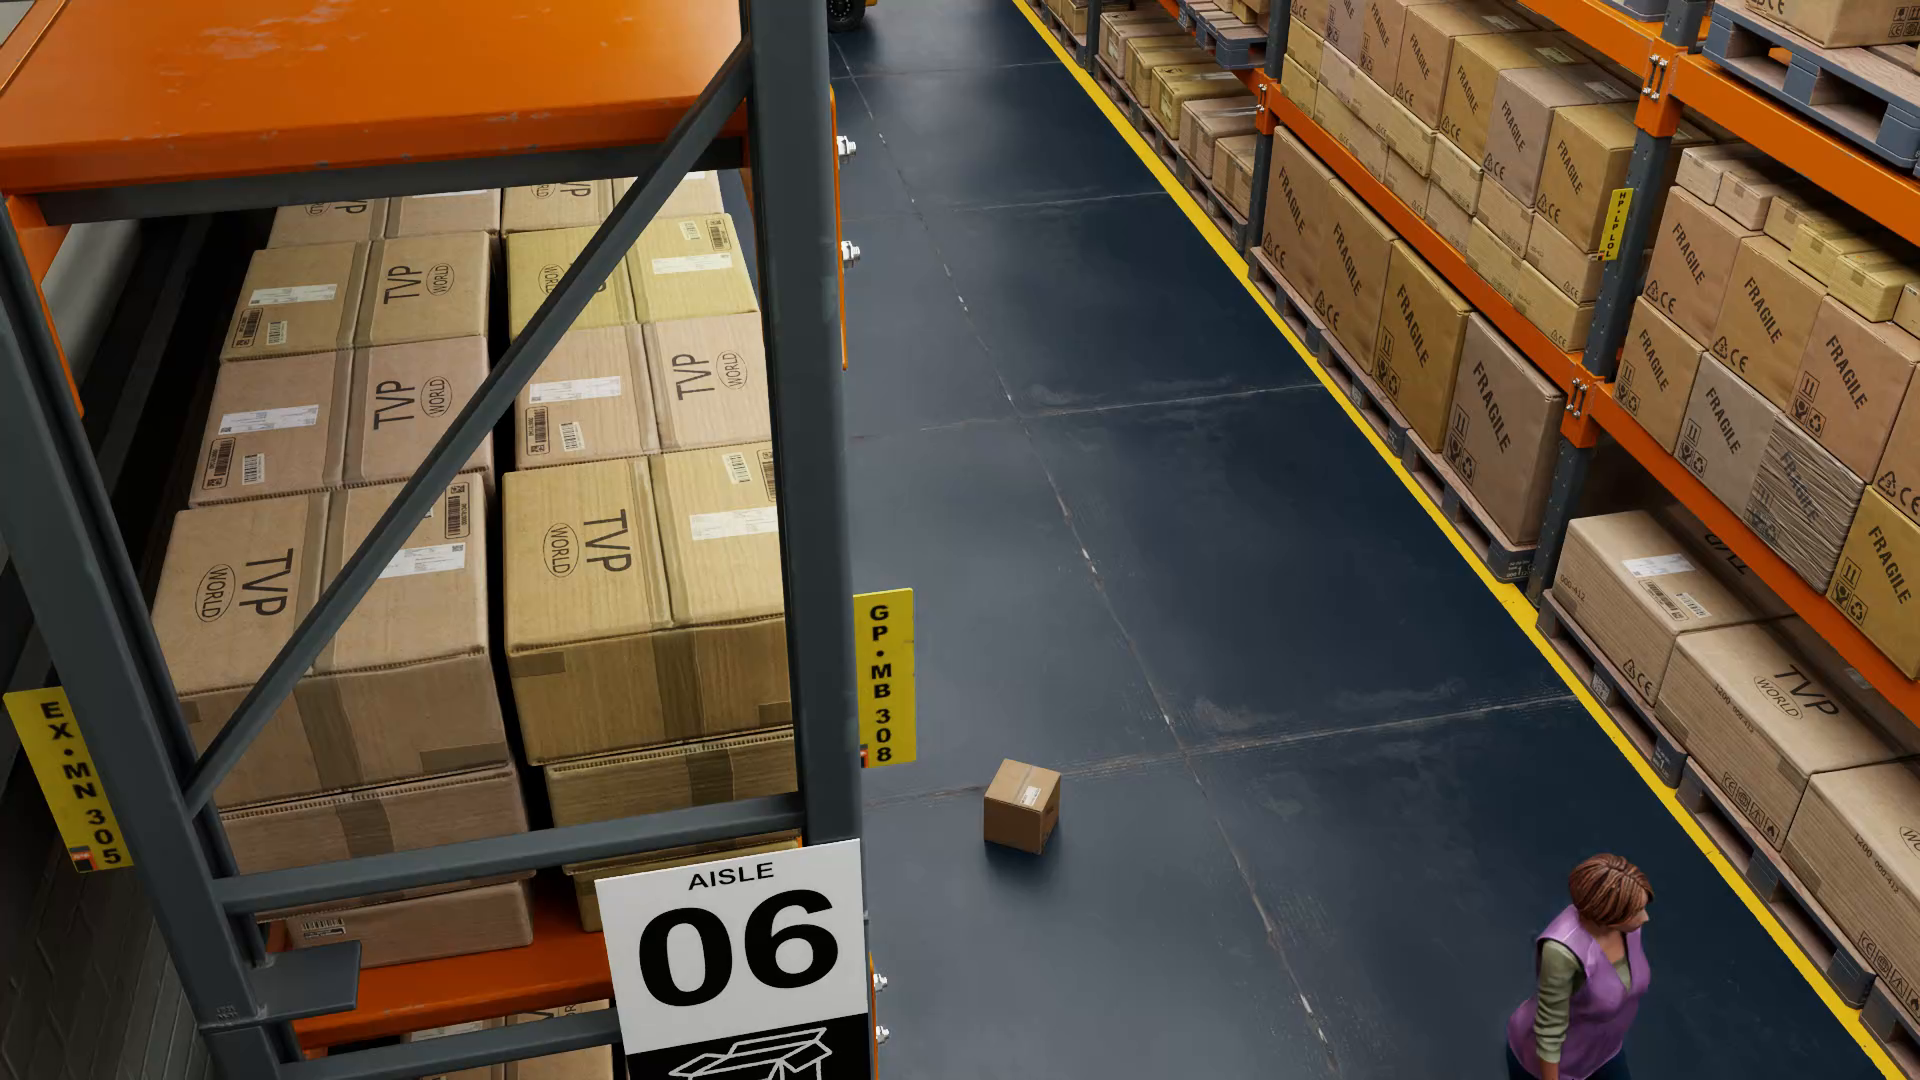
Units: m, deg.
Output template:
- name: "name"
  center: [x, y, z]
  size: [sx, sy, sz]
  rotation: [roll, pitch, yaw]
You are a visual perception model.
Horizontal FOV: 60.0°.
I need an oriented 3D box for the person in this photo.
- name: "person"
  center: [1.852, 1.581, 5.081]
  size: [0.430, 1.614, 0.451]
  rotation: [-21, 40, -27]
